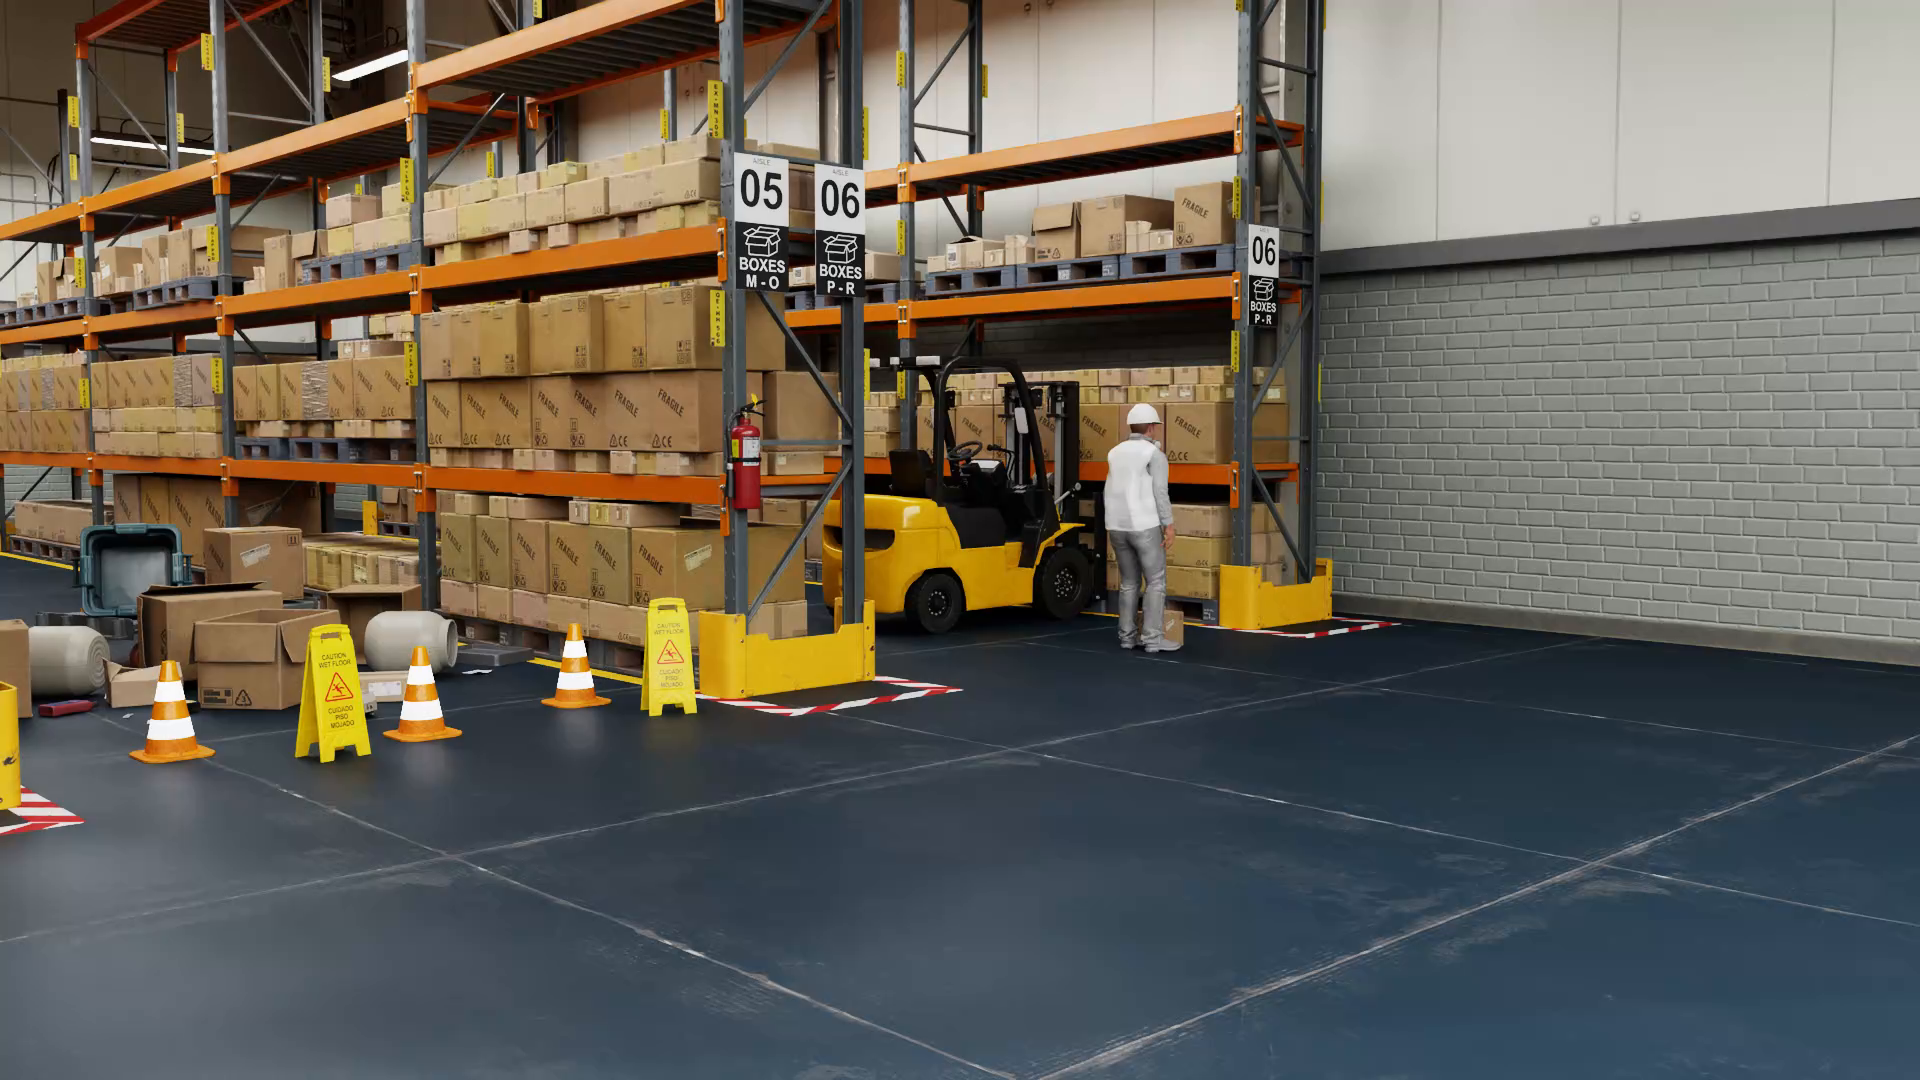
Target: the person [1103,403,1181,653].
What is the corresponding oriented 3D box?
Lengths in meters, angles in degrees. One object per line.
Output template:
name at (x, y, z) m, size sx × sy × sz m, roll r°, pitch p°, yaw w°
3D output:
person at (1.289, -0.096, 11.977) m, size 0.462 × 1.772 × 0.581 m, roll -4°, pitch 5°, yaw -43°
